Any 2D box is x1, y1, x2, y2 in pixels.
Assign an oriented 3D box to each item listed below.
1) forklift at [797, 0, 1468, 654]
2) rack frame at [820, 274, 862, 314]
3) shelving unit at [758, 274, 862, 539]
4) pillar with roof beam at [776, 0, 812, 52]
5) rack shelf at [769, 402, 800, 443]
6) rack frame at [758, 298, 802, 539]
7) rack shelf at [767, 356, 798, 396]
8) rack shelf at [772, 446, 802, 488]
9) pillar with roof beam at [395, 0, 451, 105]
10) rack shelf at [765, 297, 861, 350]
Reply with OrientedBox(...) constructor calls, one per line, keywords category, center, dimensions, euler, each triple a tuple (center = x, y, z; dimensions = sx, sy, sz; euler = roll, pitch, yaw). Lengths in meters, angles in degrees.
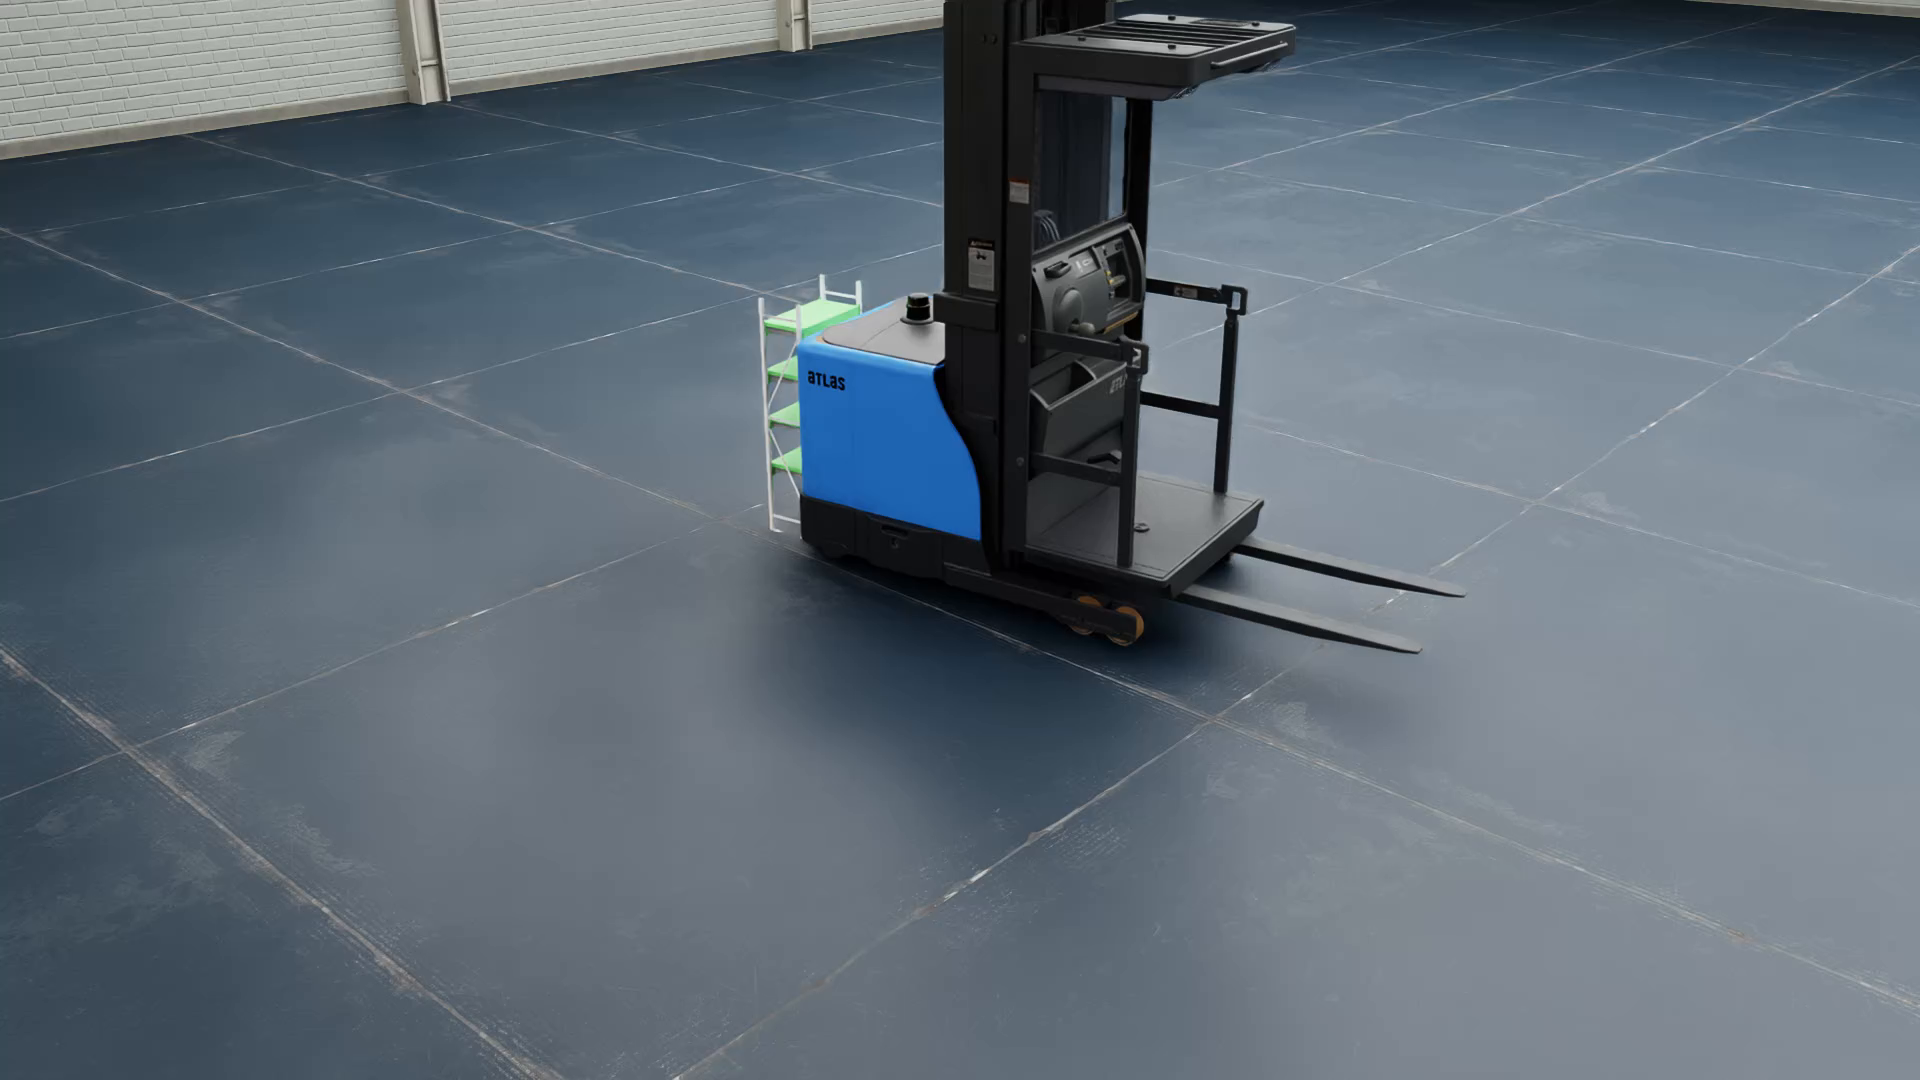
OrientedBox(category="forklift", center=(0.745, -1.127, 7.180), dimensions=(3.031, 2.935, 1.130), euler=(15, 28, 29))
OrientedBox(category="rack frame", center=(-0.591, -0.743, 8.441), dimensions=(0.240, 1.200, 0.015), euler=(14, 28, 29))
OrientedBox(category="shelving unit", center=(-0.720, -0.658, 8.252), dimensions=(0.258, 1.200, 0.503), euler=(14, 28, 29))
OrientedBox(category="pillar with roof beam", center=(0.818, -10.049, 19.663), dimensions=(9.100, 9.000, 0.400), euler=(20, 31, 38))
OrientedBox(category="rack shelf", center=(-0.720, -0.600, 8.278), dimensions=(0.258, 0.148, 0.480), euler=(14, 28, 29))
OrientedBox(category="rack frame", center=(-0.849, -0.574, 8.063), dimensions=(0.240, 1.200, 0.015), euler=(14, 28, 29))
OrientedBox(category="rack shelf", center=(-0.720, -0.819, 8.180), dimensions=(0.258, 0.148, 0.480), euler=(14, 28, 29))
OrientedBox(category="rack shelf", center=(-0.720, -0.381, 8.376), dimensions=(0.258, 0.148, 0.480), euler=(14, 28, 29))
OrientedBox(category="pillar with roof beam", center=(-3.187, -8.221, 15.586), dimensions=(9.100, 9.000, 0.400), euler=(20, 31, 38))
OrientedBox(category="rack shelf", center=(-0.720, -1.038, 8.082), dimensions=(0.258, 0.148, 0.480), euler=(14, 28, 29))
